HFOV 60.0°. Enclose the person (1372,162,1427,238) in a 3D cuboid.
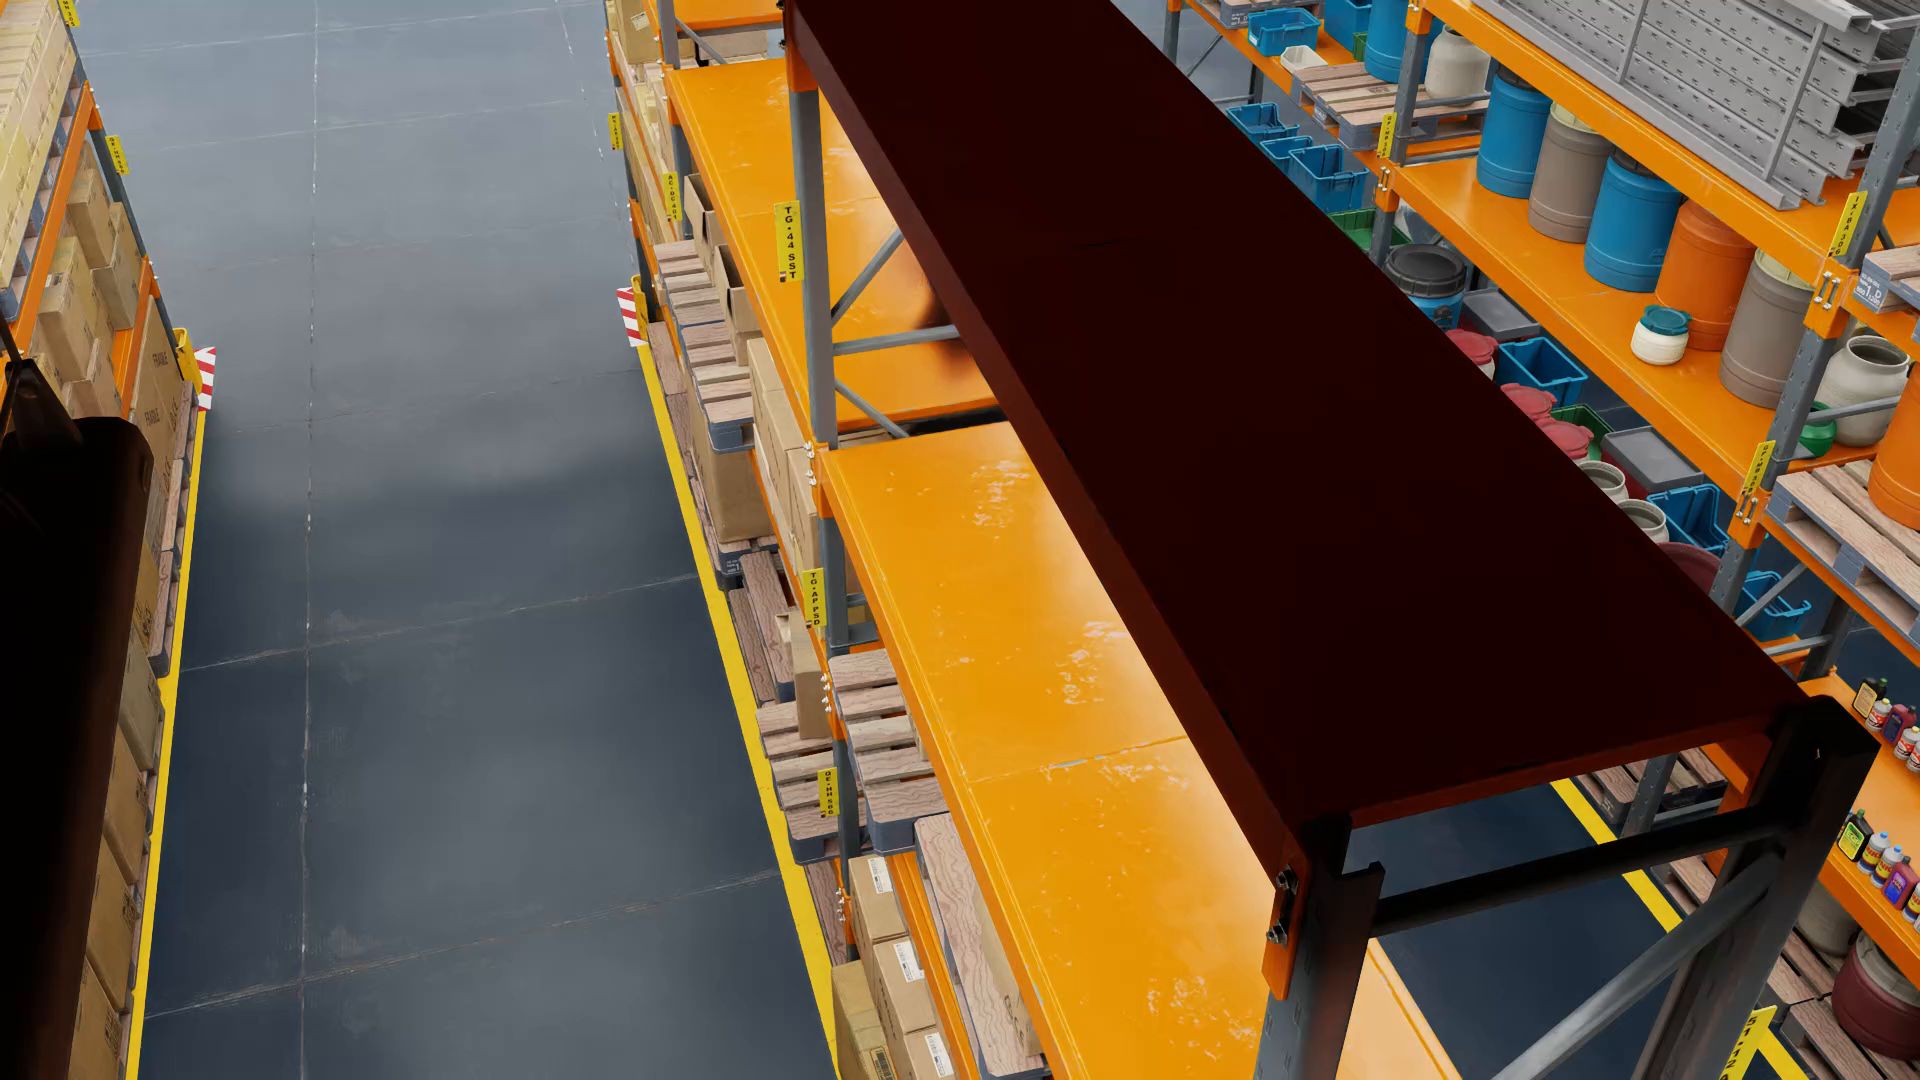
[{"bbox_3d":[4.203,-3.412,15.741,0.767,1.850,0.823,32,48,34],"label":"person"}]
